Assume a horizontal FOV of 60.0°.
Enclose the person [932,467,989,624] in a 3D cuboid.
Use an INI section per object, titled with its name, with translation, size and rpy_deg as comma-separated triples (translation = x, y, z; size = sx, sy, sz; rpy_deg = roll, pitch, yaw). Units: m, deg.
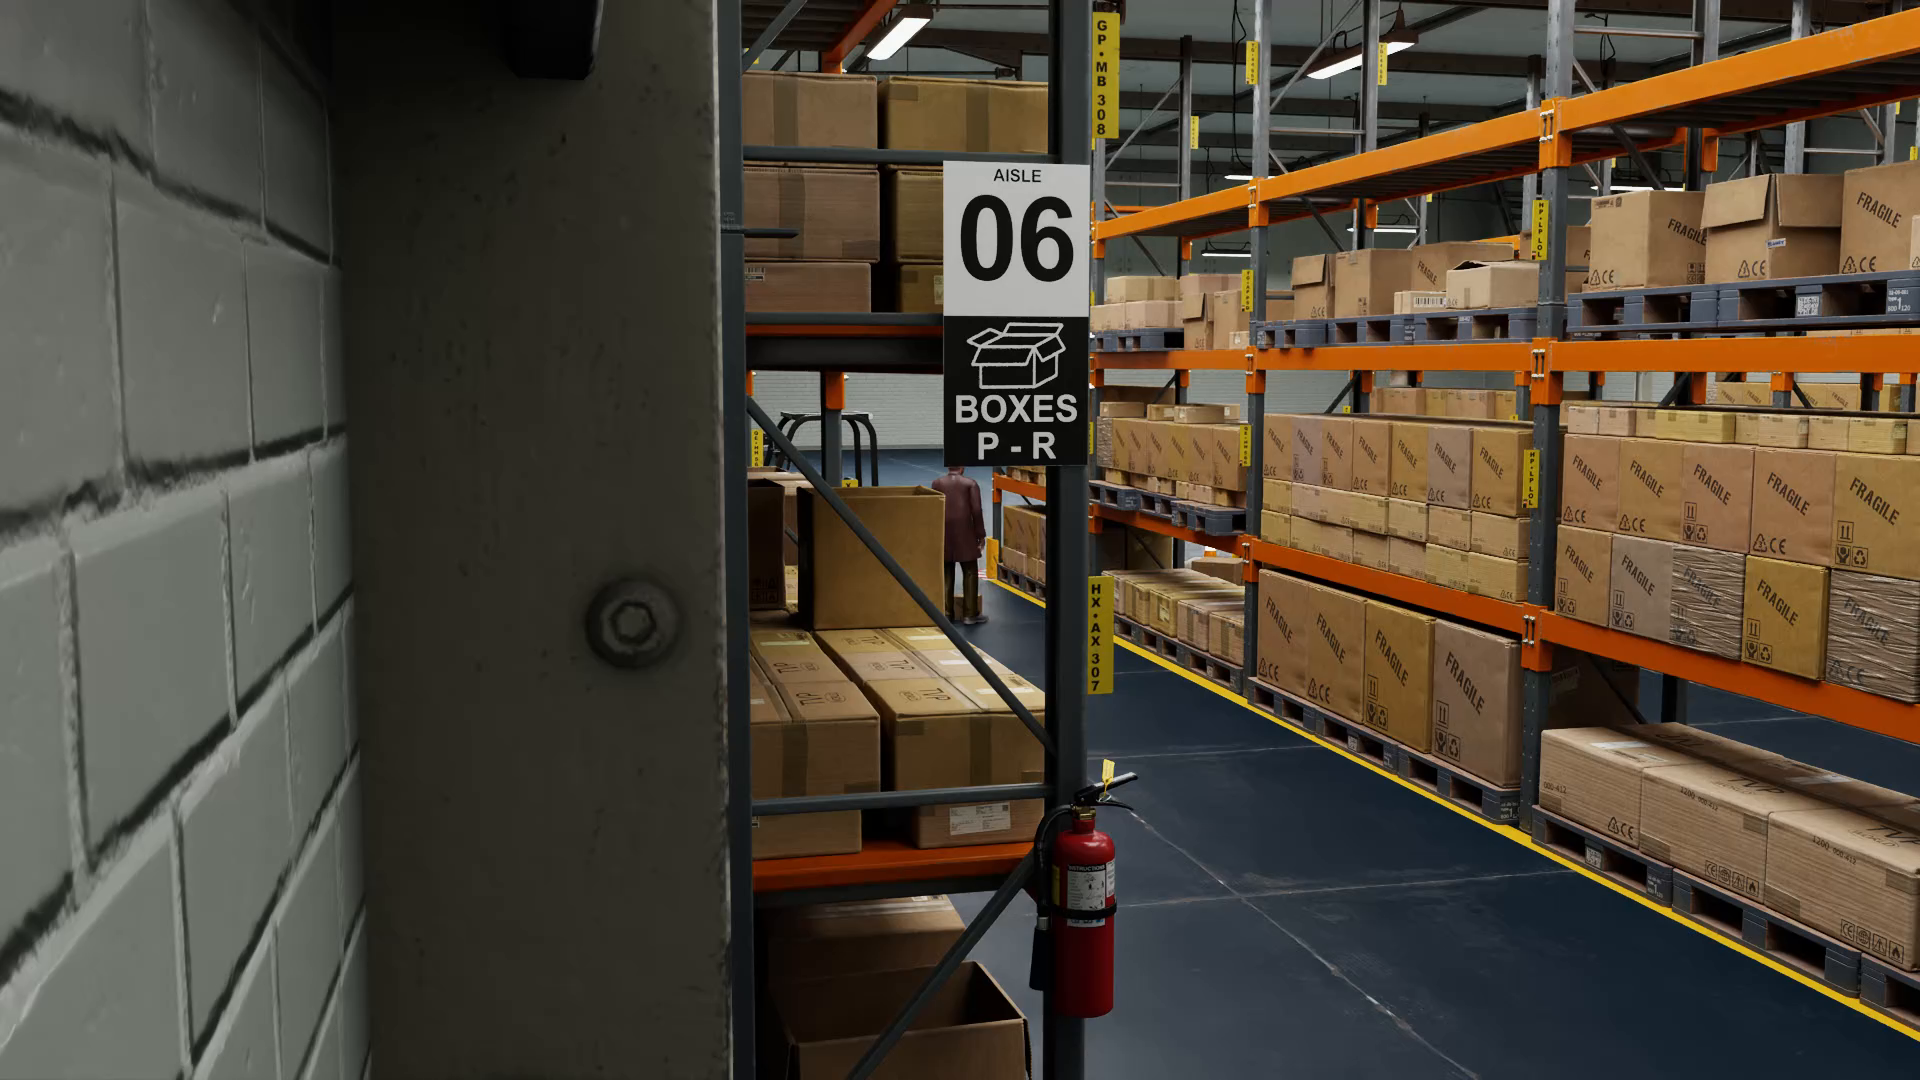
[person]
translation = -0.031, -0.022, 17.321
size = 0.655, 1.774, 0.415
rpy_deg = 2, 6, 22
